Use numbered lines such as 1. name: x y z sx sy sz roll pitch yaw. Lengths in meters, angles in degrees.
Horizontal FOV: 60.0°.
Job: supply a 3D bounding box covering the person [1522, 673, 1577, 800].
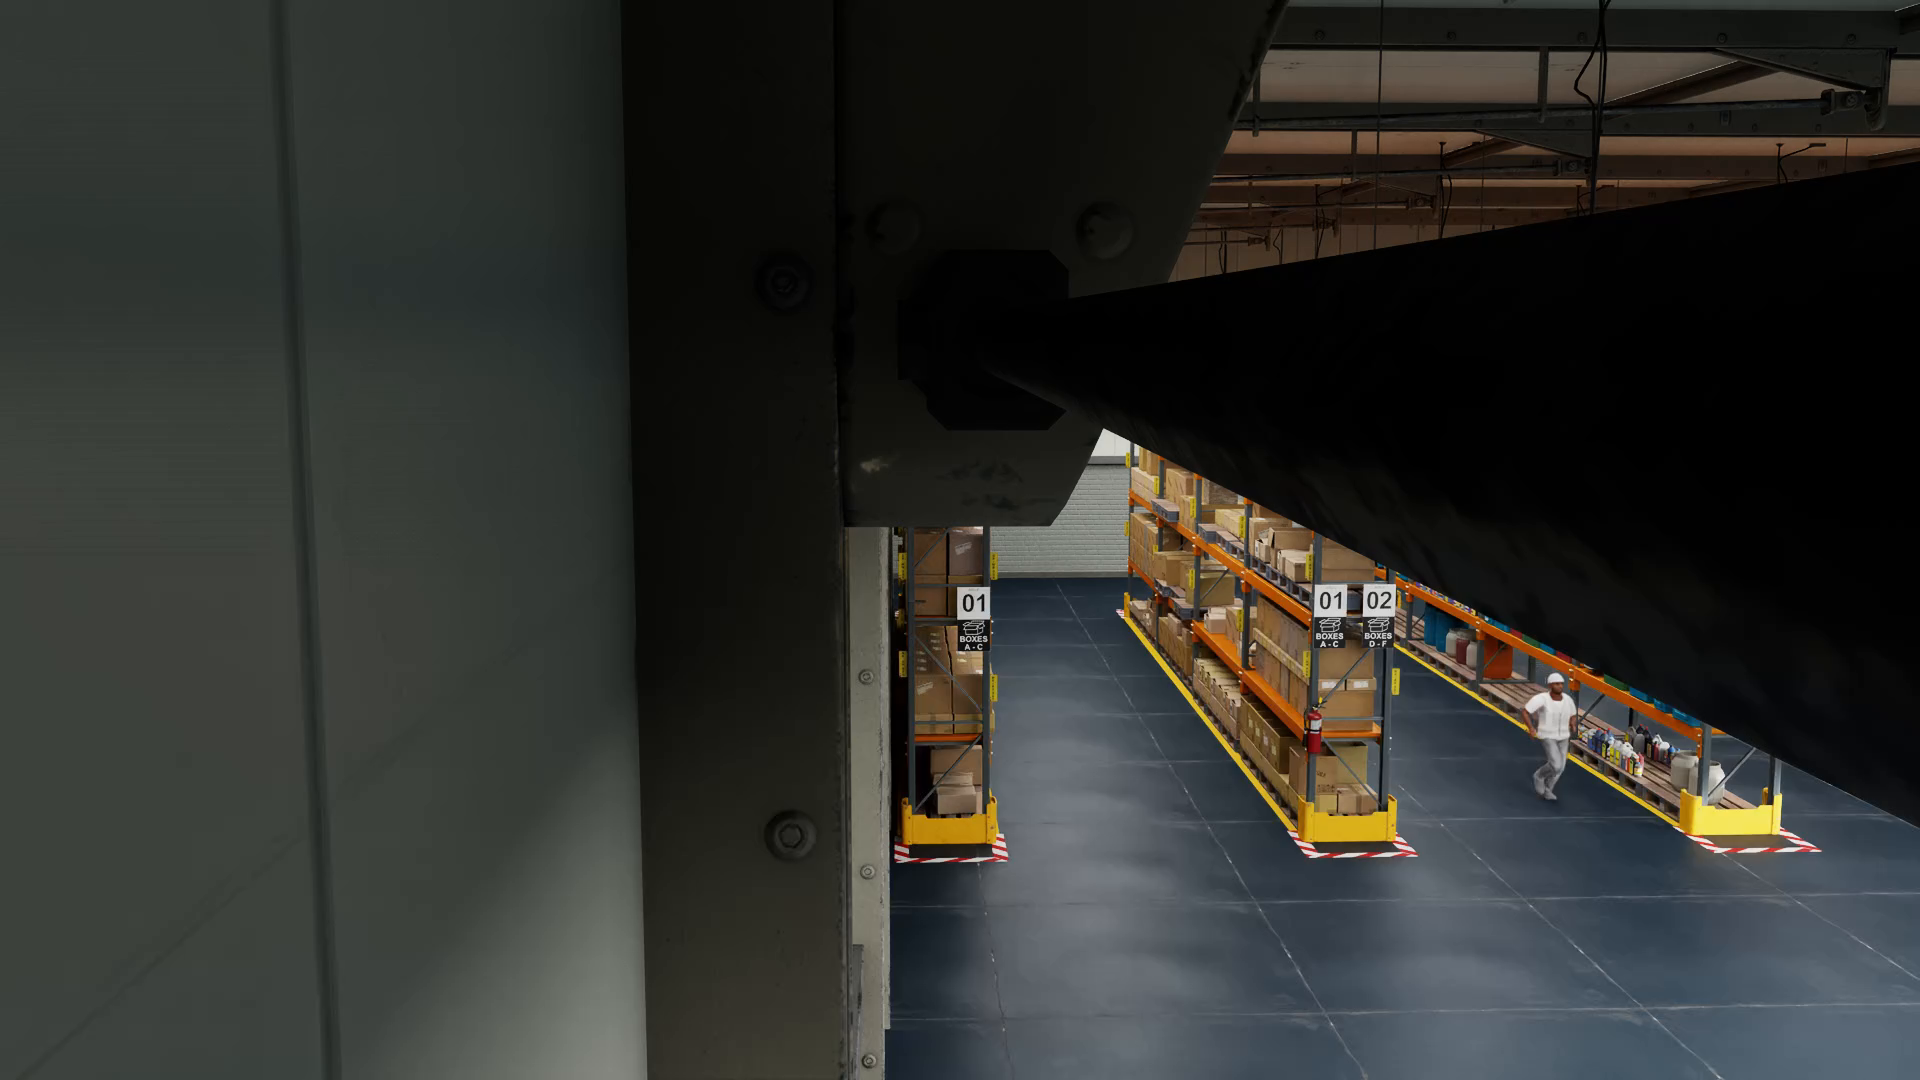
1. person: 7.931 2.636 22.169 0.690 1.721 0.597 -2 7 -12
